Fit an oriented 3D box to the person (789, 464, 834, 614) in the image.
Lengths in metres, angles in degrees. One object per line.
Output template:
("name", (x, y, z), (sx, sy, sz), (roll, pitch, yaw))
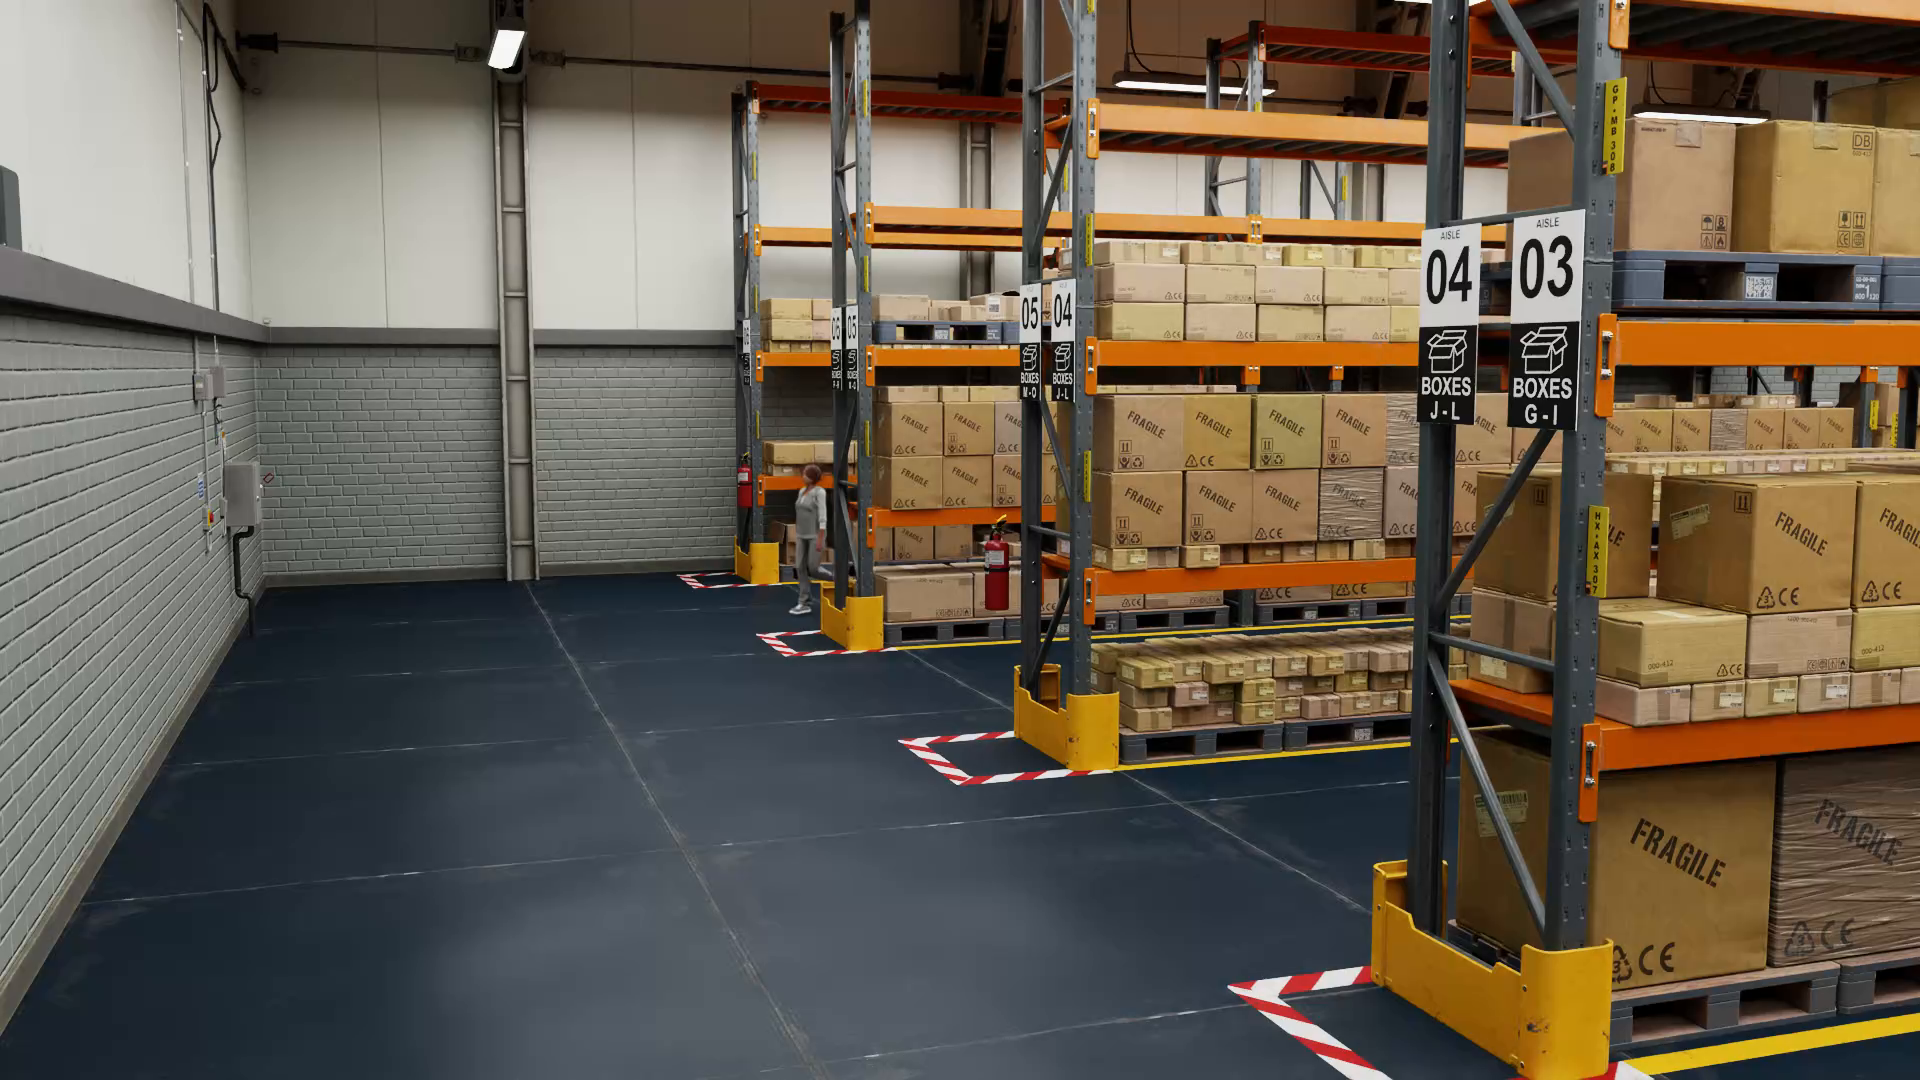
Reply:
("person", (-1.530, -0.016, 17.675), (0.619, 1.588, 0.423), (-6, 8, -43))
